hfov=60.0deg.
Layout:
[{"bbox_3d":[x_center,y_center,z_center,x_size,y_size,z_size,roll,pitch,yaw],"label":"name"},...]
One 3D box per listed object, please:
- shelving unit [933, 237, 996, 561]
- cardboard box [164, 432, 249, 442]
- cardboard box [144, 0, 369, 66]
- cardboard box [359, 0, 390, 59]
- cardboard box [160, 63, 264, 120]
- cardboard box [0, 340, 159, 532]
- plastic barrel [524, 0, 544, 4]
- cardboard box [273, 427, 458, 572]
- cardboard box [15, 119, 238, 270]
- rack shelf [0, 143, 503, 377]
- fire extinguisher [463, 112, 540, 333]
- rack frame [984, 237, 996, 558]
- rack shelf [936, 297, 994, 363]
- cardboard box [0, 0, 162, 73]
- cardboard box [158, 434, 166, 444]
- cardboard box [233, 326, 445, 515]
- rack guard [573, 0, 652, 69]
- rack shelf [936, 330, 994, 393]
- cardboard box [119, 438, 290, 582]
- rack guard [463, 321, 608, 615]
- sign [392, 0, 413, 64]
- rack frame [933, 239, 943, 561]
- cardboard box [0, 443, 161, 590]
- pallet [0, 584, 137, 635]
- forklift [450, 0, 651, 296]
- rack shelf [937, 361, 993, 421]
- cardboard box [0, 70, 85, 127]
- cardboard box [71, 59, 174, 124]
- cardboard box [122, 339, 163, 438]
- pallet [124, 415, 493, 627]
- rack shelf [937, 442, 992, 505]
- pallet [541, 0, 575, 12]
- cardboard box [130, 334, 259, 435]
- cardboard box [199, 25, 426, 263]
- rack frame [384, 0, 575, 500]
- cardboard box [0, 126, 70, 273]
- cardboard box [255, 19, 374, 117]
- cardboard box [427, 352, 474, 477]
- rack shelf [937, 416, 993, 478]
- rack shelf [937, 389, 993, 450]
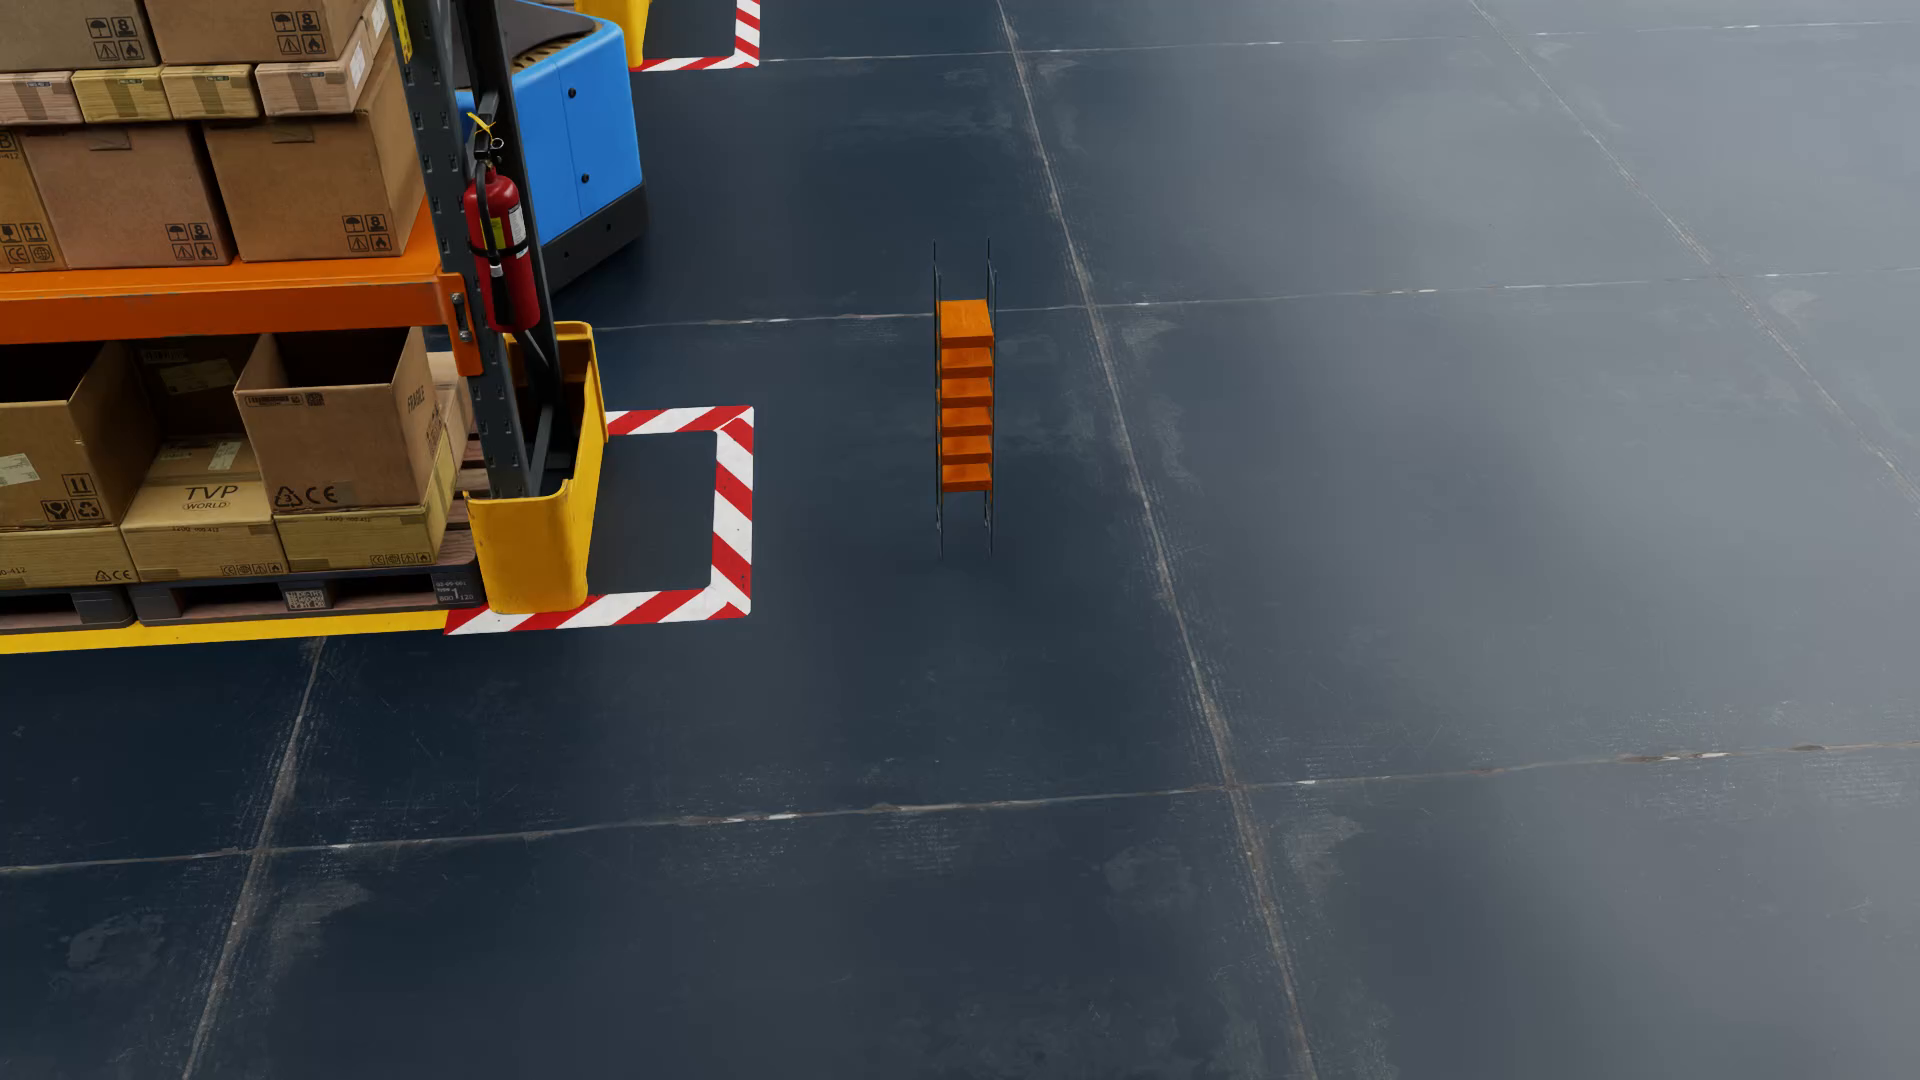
[{"bbox_3d":[0.014,-0.472,5.879,0.189,1.200,0.258,-3,38,-4],"label":"shelving unit"},{"bbox_3d":[-2.638,-0.440,6.267,0.500,0.250,0.500,-3,38,-4],"label":"cardboard box"},{"bbox_3d":[-2.106,-1.805,4.988,0.500,0.500,0.700,-3,38,-4],"label":"cardboard box"},{"bbox_3d":[-1.997,-1.682,5.356,0.250,0.149,0.380,-3,38,-4],"label":"cardboard box"},{"bbox_3d":[-2.211,-1.417,5.020,0.250,0.149,0.380,-2,38,-3],"label":"cardboard box"},{"bbox_3d":[-3.089,-0.380,5.585,0.500,0.500,0.500,-3,38,-4],"label":"cardboard box"},{"bbox_3d":[-2.670,-3.438,9.855,0.421,0.512,0.421,0,38,0],"label":"plastic barrel"},{"bbox_3d":[-2.095,-0.150,5.900,0.500,0.250,0.500,-3,38,-4],"label":"cardboard box"},{"bbox_3d":[-2.575,-1.267,5.353,0.500,0.500,0.700,-2,38,-3],"label":"cardboard box"},{"bbox_3d":[-3.579,-0.885,5.530,4.000,0.370,1.077,-3,38,-4],"label":"rack shelf"},{"bbox_3d":[-1.428,-0.966,5.116,0.183,0.674,0.296,-3,38,-4],"label":"fire extinguisher"},{"bbox_3d":[0.106,-0.477,5.886,0.006,1.200,0.240,-3,38,-4],"label":"rack frame"},{"bbox_3d":[0.014,-0.720,5.684,0.180,0.103,0.258,-3,38,-4],"label":"rack shelf"},{"bbox_3d":[-2.629,-1.773,4.947,0.500,0.500,0.700,-4,38,-5],"label":"cardboard box"},{"bbox_3d":[-3.136,-0.413,6.233,0.500,0.250,0.500,-3,38,-4],"label":"cardboard box"},{"bbox_3d":[-2.095,-0.444,5.666,0.500,0.500,0.500,-3,38,-4],"label":"cardboard box"},{"bbox_3d":[-2.093,-3.319,10.052,0.348,0.500,1.175,-3,38,-4],"label":"rack guard"},{"bbox_3d":[0.014,-0.625,5.758,0.180,0.103,0.258,-3,38,-4],"label":"rack shelf"},{"bbox_3d":[-2.592,-0.116,5.856,0.500,0.250,0.500,-3,38,-4],"label":"cardboard box"},{"bbox_3d":[-1.563,-0.297,6.223,0.348,0.500,1.175,-3,38,-4],"label":"rack guard"},{"bbox_3d":[-1.552,-1.489,4.589,0.005,0.325,0.100,-3,38,-4],"label":"sign"},{"bbox_3d":[-0.077,-0.467,5.873,0.006,1.200,0.240,-3,38,-4],"label":"rack frame"},{"bbox_3d":[-3.090,-0.087,5.820,0.500,0.250,0.500,-3,38,-4],"label":"cardboard box"},{"bbox_3d":[-3.557,-0.049,6.142,1.213,0.211,1.003,-3,38,-4],"label":"pallet"},{"bbox_3d":[-3.036,-2.819,7.456,3.031,2.935,1.130,19,42,23],"label":"forklift"},{"bbox_3d":[0.014,-0.531,5.833,0.180,0.103,0.258,-3,38,-4],"label":"rack shelf"},{"bbox_3d":[-2.716,-1.390,4.986,0.250,0.149,0.380,-3,38,-3],"label":"cardboard box"},{"bbox_3d":[-2.466,-1.403,5.002,0.250,0.149,0.380,-4,38,-5],"label":"cardboard box"},{"bbox_3d":[-3.135,-0.700,5.992,0.500,0.500,0.500,-3,38,-4],"label":"cardboard box"},{"bbox_3d":[-2.345,-0.114,6.224,1.213,0.211,1.003,-3,38,-4],"label":"pallet"},{"bbox_3d":[0.014,-0.249,6.056,0.180,0.103,0.258,-3,38,-4],"label":"rack shelf"},{"bbox_3d":[-2.903,-3.164,10.090,1.213,0.211,1.003,-3,38,-4],"label":"pallet"},{"bbox_3d":[-2.638,-0.736,6.036,0.500,0.500,0.500,-3,38,-4],"label":"cardboard box"},{"bbox_3d":[-2.053,-1.298,5.393,0.500,0.500,0.700,-3,38,-4],"label":"cardboard box"},{"bbox_3d":[-1.587,-1.277,5.447,0.127,3.000,1.000,-3,38,-4],"label":"rack frame"},{"bbox_3d":[-3.071,-1.243,5.323,0.500,0.500,0.700,-3,38,-4],"label":"cardboard box"},{"bbox_3d":[-1.950,-1.432,5.039,0.250,0.149,0.380,-4,38,-5],"label":"cardboard box"},{"bbox_3d":[-2.141,-0.470,6.305,0.500,0.250,0.500,-3,38,-4],"label":"cardboard box"},{"bbox_3d":[0.014,-0.343,5.981,0.180,0.103,0.258,-3,38,-4],"label":"rack shelf"},{"bbox_3d":[0.014,-0.437,5.907,0.180,0.103,0.258,-3,38,-4],"label":"rack shelf"}]
